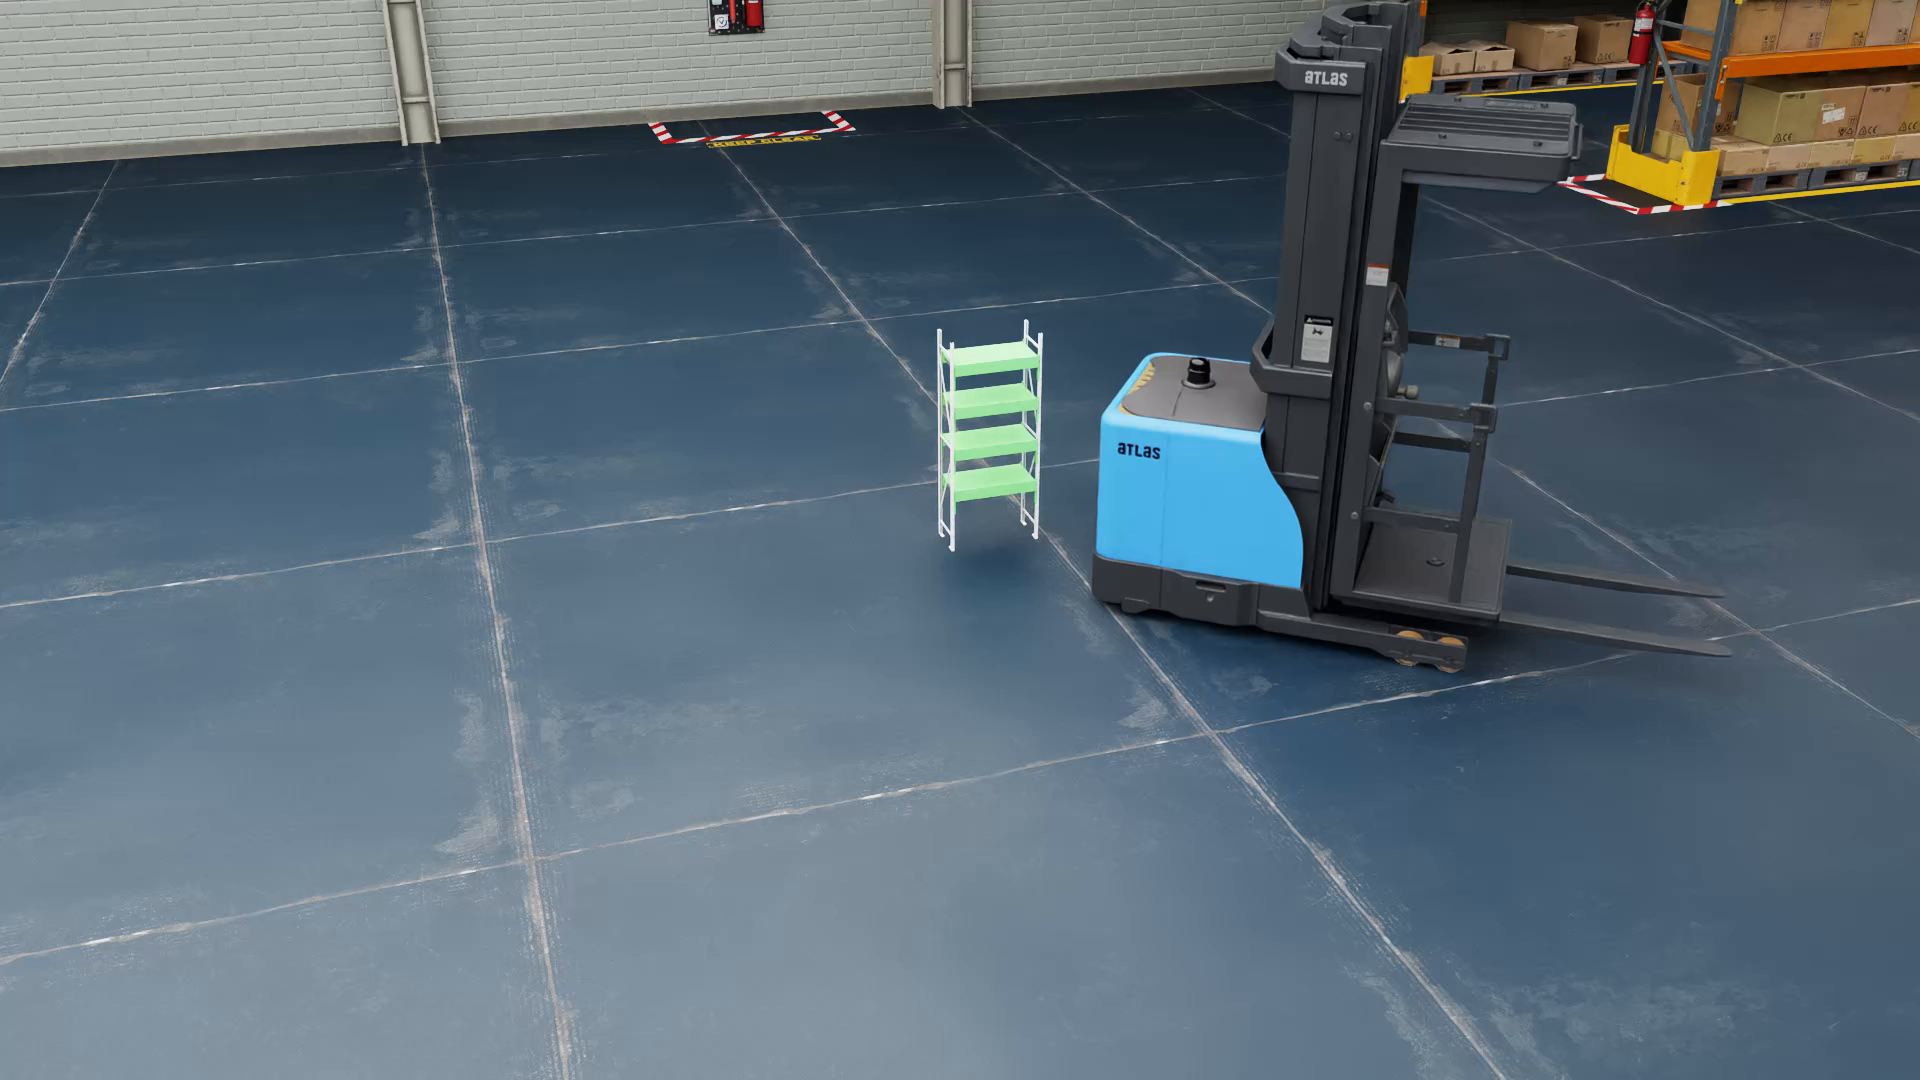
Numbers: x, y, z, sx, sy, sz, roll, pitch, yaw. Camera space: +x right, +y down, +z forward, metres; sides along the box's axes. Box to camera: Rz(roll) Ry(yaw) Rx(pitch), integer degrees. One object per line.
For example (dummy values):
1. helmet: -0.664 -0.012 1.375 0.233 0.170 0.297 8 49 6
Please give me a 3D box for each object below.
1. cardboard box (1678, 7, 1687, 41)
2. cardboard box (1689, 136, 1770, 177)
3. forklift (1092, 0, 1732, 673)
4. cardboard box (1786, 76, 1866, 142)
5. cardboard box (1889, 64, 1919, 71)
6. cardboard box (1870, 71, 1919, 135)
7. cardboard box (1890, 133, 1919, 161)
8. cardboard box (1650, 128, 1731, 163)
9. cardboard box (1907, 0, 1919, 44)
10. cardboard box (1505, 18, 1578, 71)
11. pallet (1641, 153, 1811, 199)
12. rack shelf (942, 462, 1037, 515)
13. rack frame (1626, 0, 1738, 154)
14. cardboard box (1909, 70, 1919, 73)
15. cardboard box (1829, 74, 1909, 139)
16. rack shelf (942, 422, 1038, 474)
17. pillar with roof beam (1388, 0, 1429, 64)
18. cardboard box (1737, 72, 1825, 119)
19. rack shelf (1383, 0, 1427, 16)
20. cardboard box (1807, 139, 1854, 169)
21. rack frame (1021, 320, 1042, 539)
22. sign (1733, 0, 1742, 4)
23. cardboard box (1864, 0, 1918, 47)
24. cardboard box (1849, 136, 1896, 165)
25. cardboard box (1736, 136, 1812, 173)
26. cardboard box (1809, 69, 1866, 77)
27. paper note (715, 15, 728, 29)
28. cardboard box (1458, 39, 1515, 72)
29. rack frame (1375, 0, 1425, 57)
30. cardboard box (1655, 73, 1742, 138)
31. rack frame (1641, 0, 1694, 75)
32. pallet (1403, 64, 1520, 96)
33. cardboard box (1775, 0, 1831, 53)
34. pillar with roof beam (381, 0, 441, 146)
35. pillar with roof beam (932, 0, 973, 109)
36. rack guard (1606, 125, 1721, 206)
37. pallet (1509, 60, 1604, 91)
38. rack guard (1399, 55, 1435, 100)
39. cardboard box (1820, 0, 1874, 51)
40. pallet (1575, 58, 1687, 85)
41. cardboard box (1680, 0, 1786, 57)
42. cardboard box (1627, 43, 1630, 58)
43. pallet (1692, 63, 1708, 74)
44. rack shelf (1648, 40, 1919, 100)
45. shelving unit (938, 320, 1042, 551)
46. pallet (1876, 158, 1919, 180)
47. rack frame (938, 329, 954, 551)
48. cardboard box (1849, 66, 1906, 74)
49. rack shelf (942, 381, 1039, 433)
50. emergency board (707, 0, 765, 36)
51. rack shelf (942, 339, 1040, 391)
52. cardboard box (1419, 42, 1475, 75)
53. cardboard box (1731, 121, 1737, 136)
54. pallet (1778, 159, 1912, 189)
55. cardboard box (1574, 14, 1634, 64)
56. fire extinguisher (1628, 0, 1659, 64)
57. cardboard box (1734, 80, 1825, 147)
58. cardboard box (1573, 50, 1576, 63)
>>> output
1. cardboard box: 9.713 -6.563 21.413 0.500 0.500 0.700 -7 27 -14
2. cardboard box: 7.331 -3.669 15.886 0.500 0.250 0.500 -8 28 -16
3. forklift: 2.249 -0.944 7.856 3.031 2.935 1.130 9 28 17
4. cardboard box: 8.278 -4.149 16.010 0.500 0.500 0.500 -8 28 -16
5. cardboard box: 9.545 -4.572 16.863 0.500 0.500 0.500 -8 28 -16
6. cardboard box: 9.229 -4.285 16.284 0.500 0.500 0.500 -8 28 -16
7. cardboard box: 9.233 -3.944 16.440 0.500 0.250 0.500 -8 28 -16
8. cardboard box: 7.171 -3.888 16.328 0.500 0.250 0.500 -8 28 -16
9. cardboard box: 9.158 -5.121 16.080 0.500 0.500 0.700 -8 27 -15
10. cardboard box: 7.156 -6.119 20.519 0.500 0.500 0.700 -10 28 -19
11. pallet: 7.467 -3.606 16.277 1.213 0.211 1.003 -8 28 -16
12. rack shelf: 0.157 -0.288 9.164 0.480 0.148 0.258 -8 28 -16
13. rack frame: 6.753 -4.732 15.409 0.127 3.000 1.000 -8 28 -16
14. cardboard box: 9.704 -4.355 16.426 0.500 0.500 0.500 -8 28 -16
15. cardboard box: 8.758 -4.210 16.134 0.500 0.500 0.500 -8 28 -16
16. rack shelf: 0.157 -0.503 9.058 0.480 0.148 0.258 -8 28 -16
17. pillar with roof beam: 6.946 -8.155 15.557 0.400 9.000 9.100 -8 28 -16
18. cardboard box: 8.117 -4.368 16.452 0.500 0.500 0.500 -8 28 -16
19. rack shelf: 7.117 -6.780 20.342 4.000 0.370 1.077 -8 28 -16
20. cardboard box: 8.281 -3.808 16.167 0.500 0.250 0.500 -8 28 -16
21. rack frame: 0.389 -0.594 9.097 0.015 1.200 0.240 -8 28 -16
22. sign: 6.919 -4.920 14.725 0.005 0.325 0.100 -8 28 -16
23. cardboard box: 8.672 -5.050 15.937 0.500 0.500 0.700 -7 27 -15
24. cardboard box: 8.758 -3.875 16.301 0.500 0.250 0.500 -8 28 -16
25. cardboard box: 7.806 -3.739 16.028 0.500 0.250 0.500 -8 28 -16
26. cardboard box: 8.592 -4.437 16.590 0.500 0.500 0.500 -8 28 -16
27. paper note: -2.644 -5.748 18.446 0.142 0.148 0.016 -8 28 -16
28. cardboard box: 6.443 -5.955 20.400 0.500 0.311 0.500 -6 27 -12
29. rack frame: 5.215 -6.826 19.627 0.127 3.000 1.000 -8 28 -16
30. cardboard box: 7.170 -4.224 16.163 0.500 0.500 0.500 -8 28 -16
31. rack frame: 9.018 -7.377 20.736 0.127 3.000 1.000 -8 28 -16
32. pallet: 6.071 -5.685 20.463 1.213 0.211 1.003 -8 28 -16
33. cardboard box: 7.698 -4.910 15.655 0.500 0.500 0.700 -8 27 -15
34. pillar with roof beam: -4.464 -6.503 12.229 0.400 9.000 9.100 -8 28 -16
35. pillar with roof beam: 1.241 -7.329 13.893 0.400 9.000 9.100 -8 28 -16
36. rack guard: 6.730 -3.609 15.958 0.348 0.500 1.175 -8 28 -16
37. pallet: 7.229 -5.851 20.798 1.213 0.211 1.003 -8 28 -16
38. rack guard: 5.287 -5.717 20.204 0.348 0.500 1.175 -8 28 -16
39. cardboard box: 8.172 -4.976 15.788 0.500 0.500 0.700 -8 28 -16
40. pallet: 8.391 -6.021 21.140 1.213 0.211 1.003 -8 28 -16
41. cardboard box: 7.200 -4.836 15.505 0.500 0.500 0.700 -8 28 -16
42. cardboard box: 8.519 -6.219 21.095 0.250 0.166 0.380 -12 29 -23
43. pallet: 9.758 -6.236 21.574 1.213 0.211 1.003 -8 28 -16
44. rack shelf: 8.654 -4.686 16.124 4.000 0.370 1.077 -8 28 -16
45. shelving unit: 0.157 -0.560 9.029 0.503 1.200 0.258 -8 28 -16
46. pallet: 9.787 -3.942 16.954 1.213 0.211 1.003 -8 28 -16
47. rack frame: -0.075 -0.527 8.961 0.015 1.200 0.240 -8 28 -16
48. cardboard box: 9.067 -4.506 16.730 0.500 0.500 0.500 -8 28 -16
49. rack shelf: 0.157 -0.718 8.951 0.480 0.148 0.258 -8 28 -16
50. emergency board: -2.454 -6.138 18.241 0.643 1.169 0.194 -8 28 -16
51. rack shelf: 0.157 -0.933 8.844 0.480 0.148 0.258 -8 28 -16
52. cardboard box: 5.901 -5.876 20.242 0.500 0.311 0.500 -12 29 -22
53. cardboard box: 7.643 -3.962 16.476 0.500 0.250 0.500 -8 28 -16
54. pallet: 8.625 -3.773 16.612 1.213 0.211 1.003 -8 28 -16
55. cardboard box: 8.044 -6.295 20.873 0.500 0.500 0.500 -10 28 -20
56. fire extinguisher: 6.496 -4.878 15.789 0.183 0.674 0.296 -8 28 -16
57. cardboard box: 7.806 -4.074 15.860 0.500 0.500 0.500 -8 28 -16
58. cardboard box: 7.491 -6.086 20.846 0.250 0.149 0.380 -11 28 -20
